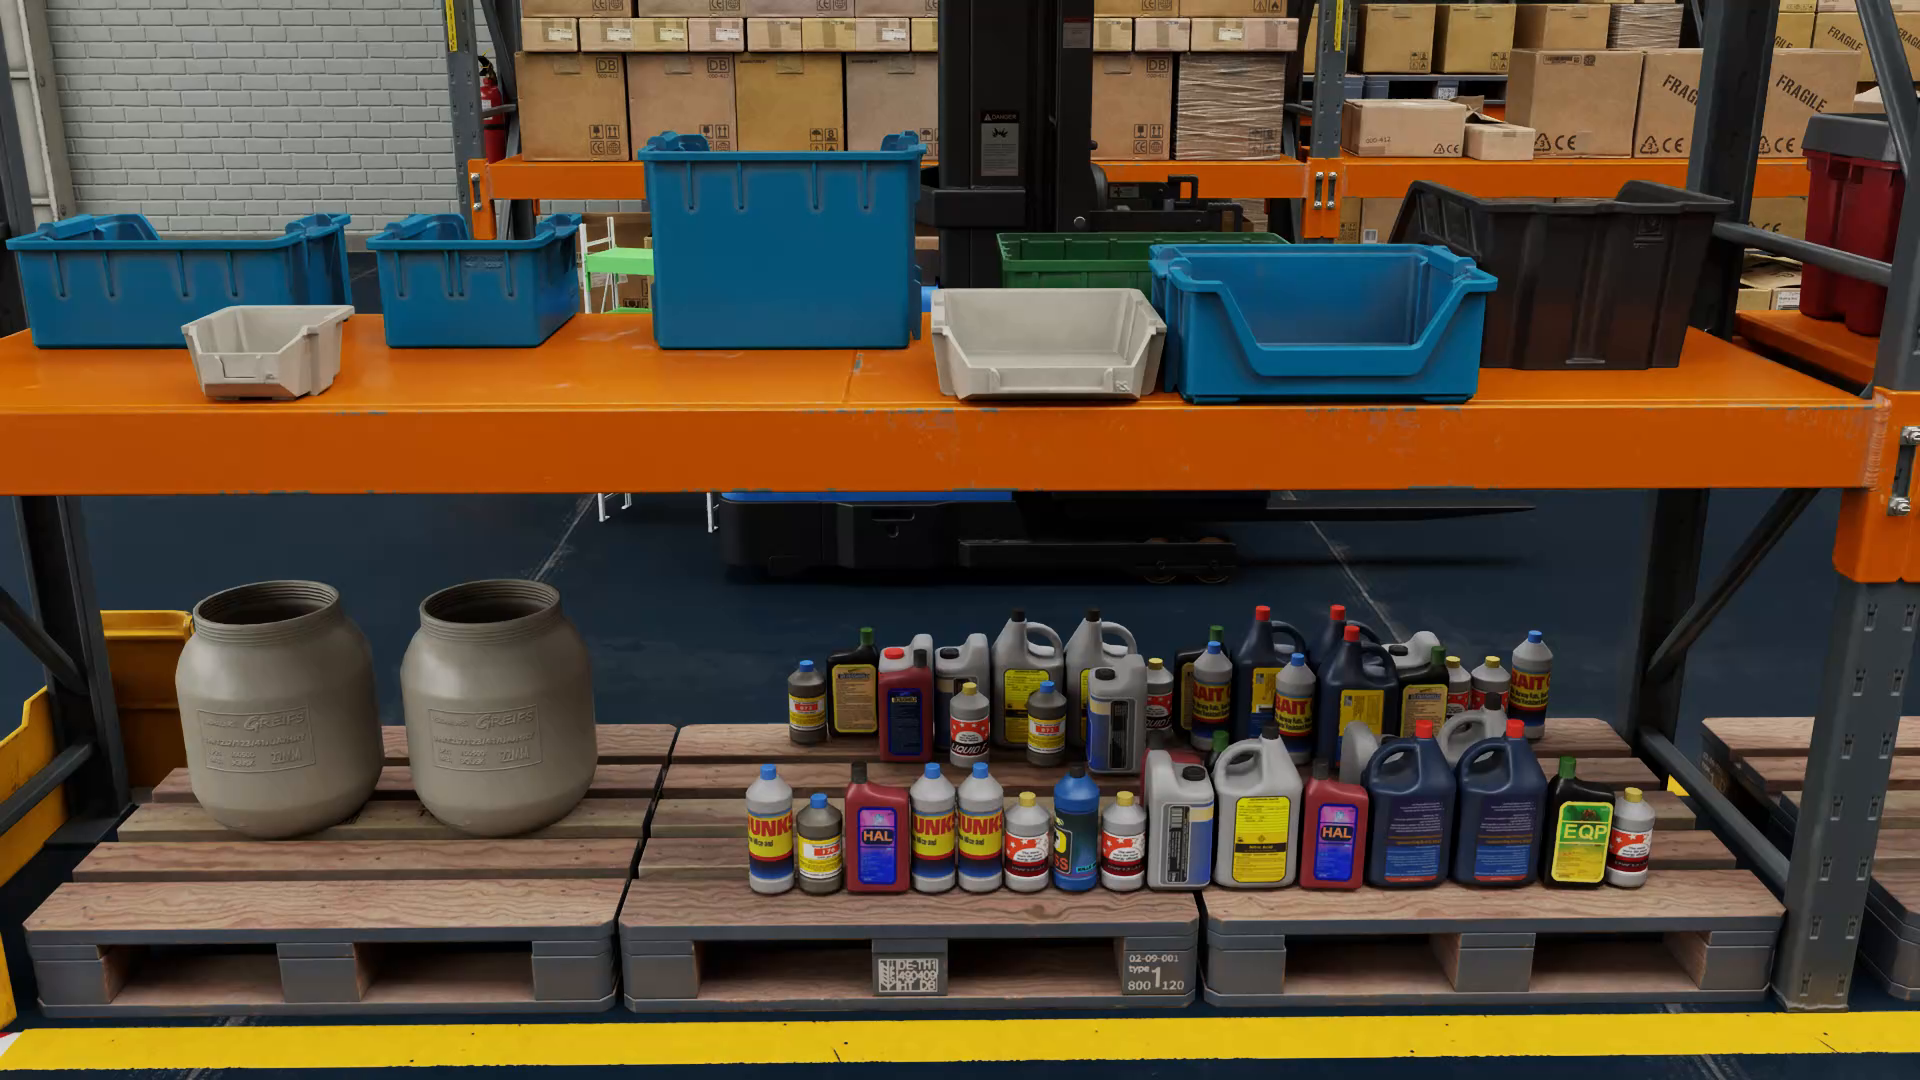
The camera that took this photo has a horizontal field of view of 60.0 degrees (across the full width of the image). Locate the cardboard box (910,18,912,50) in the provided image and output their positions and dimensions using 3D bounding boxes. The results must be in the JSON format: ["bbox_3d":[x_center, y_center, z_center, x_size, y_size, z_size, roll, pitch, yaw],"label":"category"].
[{"bbox_3d":[-0.362,-2.512,8.241,0.250,0.149,0.380,-1,18,-2],"label":"cardboard box"}]

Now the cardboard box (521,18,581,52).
[{"bbox_3d":[-1.896,-2.380,7.830,0.250,0.149,0.380,0,18,-1],"label":"cardboard box"}]

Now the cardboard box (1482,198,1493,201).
[{"bbox_3d":[3.893,-2.660,13.302,0.500,0.500,0.700,0,18,-1],"label":"cardboard box"}]

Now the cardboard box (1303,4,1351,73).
[{"bbox_3d":[2.694,-3.869,12.814,0.500,0.500,0.700,2,18,5],"label":"cardboard box"}]

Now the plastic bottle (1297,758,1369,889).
[{"bbox_3d":[0.788,0.596,3.506,0.133,0.283,0.061,1,18,3],"label":"plastic bottle"}]

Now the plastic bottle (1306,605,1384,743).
[{"bbox_3d":[0.968,0.335,4.208,0.185,0.351,0.144,0,18,1],"label":"plastic bottle"}]

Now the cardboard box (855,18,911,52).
[{"bbox_3d":[-0.359,-2.387,7.852,0.250,0.149,0.380,0,18,0],"label":"cardboard box"}]

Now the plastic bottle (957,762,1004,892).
[{"bbox_3d":[0.043,0.600,3.514,0.097,0.271,0.097,0,18,0],"label":"plastic bottle"}]

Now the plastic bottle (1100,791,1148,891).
[{"bbox_3d":[0.347,0.632,3.529,0.097,0.201,0.097,0,18,0],"label":"plastic bottle"}]

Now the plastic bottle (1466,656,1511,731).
[{"bbox_3d":[1.355,0.398,4.259,0.097,0.201,0.097,0,18,0],"label":"plastic bottle"}]

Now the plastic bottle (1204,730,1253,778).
[{"bbox_3d":[0.600,0.553,3.640,0.133,0.283,0.061,0,18,-1],"label":"plastic bottle"}]

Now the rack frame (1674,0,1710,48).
[{"bbox_3d":[5.625,-3.639,12.980,0.127,3.000,1.000,0,18,-1],"label":"rack frame"}]

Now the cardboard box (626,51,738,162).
[{"bbox_3d":[-1.300,-2.137,8.135,0.500,0.500,0.700,0,18,1],"label":"cardboard box"}]

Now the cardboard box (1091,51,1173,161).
[{"bbox_3d":[0.737,-2.145,8.161,0.500,0.500,0.700,0,18,-1],"label":"cardboard box"}]

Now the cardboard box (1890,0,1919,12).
[{"bbox_3d":[7.120,-4.124,12.583,0.500,0.250,0.500,0,18,0],"label":"cardboard box"}]

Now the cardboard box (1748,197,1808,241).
[{"bbox_3d":[6.362,-2.778,13.130,0.750,0.750,0.750,-1,18,-2],"label":"cardboard box"}]

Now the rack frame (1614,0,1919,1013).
[{"bbox_3d":[1.782,-0.594,3.487,0.127,3.000,1.000,0,18,-1],"label":"rack frame"}]

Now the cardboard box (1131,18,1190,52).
[{"bbox_3d":[0.930,-2.394,7.873,0.250,0.149,0.380,-1,18,-2],"label":"cardboard box"}]

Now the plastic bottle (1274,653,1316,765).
[{"bbox_3d":[0.825,0.411,4.103,0.097,0.271,0.097,0,18,0],"label":"plastic bottle"}]

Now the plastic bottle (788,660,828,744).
[{"bbox_3d":[-0.388,0.406,4.232,0.097,0.201,0.097,0,18,0],"label":"plastic bottle"}]

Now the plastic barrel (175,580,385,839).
[{"bbox_3d":[-1.561,0.384,3.826,0.421,0.512,0.421,0,18,0],"label":"plastic barrel"}]

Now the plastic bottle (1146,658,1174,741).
[{"bbox_3d":[0.496,0.402,4.246,0.097,0.201,0.097,0,18,0],"label":"plastic bottle"}]

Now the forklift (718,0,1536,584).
[{"bbox_3d":[0.630,-1.399,6.110,3.031,2.935,1.130,0,18,-1],"label":"forklift"}]

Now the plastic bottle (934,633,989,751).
[{"bbox_3d":[0.003,0.377,4.201,0.135,0.276,0.152,-1,18,-2],"label":"plastic bottle"}]

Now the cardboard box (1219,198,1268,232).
[{"bbox_3d":[2.361,-2.647,13.261,0.500,0.500,0.700,0,18,1],"label":"cardboard box"}]

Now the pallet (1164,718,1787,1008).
[{"bbox_3d":[1.110,0.725,3.943,1.213,0.211,1.003,0,18,-1],"label":"pallet"}]

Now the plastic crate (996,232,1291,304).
[{"bbox_3d":[0.420,-0.572,3.768,0.662,0.188,0.450,0,18,-1],"label":"plastic crate"}]

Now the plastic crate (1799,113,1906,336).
[{"bbox_3d":[2.261,-0.720,3.776,0.583,0.464,0.402,0,18,-1],"label":"plastic crate"}]

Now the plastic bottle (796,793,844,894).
[{"bbox_3d":[-0.296,0.635,3.519,0.097,0.201,0.097,0,18,0],"label":"plastic bottle"}]

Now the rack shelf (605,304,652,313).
[{"bbox_3d":[-1.194,-0.828,6.587,0.480,0.148,0.258,6,19,17],"label":"rack shelf"}]

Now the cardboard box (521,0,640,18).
[{"bbox_3d":[-1.772,-2.751,7.925,0.500,0.500,0.700,0,18,-1],"label":"cardboard box"}]

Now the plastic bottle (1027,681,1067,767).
[{"bbox_3d":[0.214,0.447,4.104,0.097,0.201,0.097,0,18,0],"label":"plastic bottle"}]

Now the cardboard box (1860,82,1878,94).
[{"bbox_3d":[6.986,-3.476,12.852,0.250,0.149,0.380,0,18,0],"label":"cardboard box"}]

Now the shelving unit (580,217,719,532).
[{"bbox_3d":[-1.194,-0.660,6.641,0.503,1.200,0.258,6,19,17],"label":"shelving unit"}]

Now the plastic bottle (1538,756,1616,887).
[{"bbox_3d":[1.306,0.593,3.514,0.133,0.283,0.061,1,18,2],"label":"plastic bottle"}]

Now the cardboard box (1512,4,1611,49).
[{"bbox_3d":[4.597,-3.879,12.847,0.500,0.500,0.700,-2,18,-6],"label":"cardboard box"}]

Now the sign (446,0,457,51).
[{"bbox_3d":[-2.289,-2.368,7.470,0.005,0.325,0.100,0,18,-1],"label":"sign"}]

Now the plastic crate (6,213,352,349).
[{"bbox_3d":[-1.722,-0.597,3.742,0.616,0.251,0.499,0,18,-1],"label":"plastic crate"}]

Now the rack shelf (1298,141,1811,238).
[{"bbox_3d":[3.707,-1.774,8.343,4.000,0.370,1.077,0,18,-1],"label":"rack shelf"}]

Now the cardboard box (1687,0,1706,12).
[{"bbox_3d":[6.074,-4.276,13.055,0.500,0.250,0.500,0,18,1],"label":"cardboard box"}]

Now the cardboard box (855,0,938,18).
[{"bbox_3d":[-0.242,-2.760,7.955,0.500,0.500,0.700,0,18,-1],"label":"cardboard box"}]

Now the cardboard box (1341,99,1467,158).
[{"bbox_3d":[2.199,-2.051,8.275,0.500,0.250,0.500,1,18,3],"label":"cardboard box"}]

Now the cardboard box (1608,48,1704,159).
[{"bbox_3d":[3.503,-2.158,8.200,0.500,0.500,0.500,0,18,-1],"label":"cardboard box"}]

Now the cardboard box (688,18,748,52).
[{"bbox_3d":[-1.131,-2.383,7.840,0.250,0.149,0.380,-1,18,-2],"label":"cardboard box"}]

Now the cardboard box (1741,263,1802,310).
[{"bbox_3d":[4.163,-1.200,8.272,0.500,0.311,0.500,0,18,-1],"label":"cardboard box"}]

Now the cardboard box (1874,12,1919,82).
[{"bbox_3d":[7.135,-3.763,12.685,0.500,0.500,0.500,0,18,-1],"label":"cardboard box"}]

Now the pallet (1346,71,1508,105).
[{"bbox_3d":[3.646,-3.525,12.940,1.213,0.211,1.003,0,18,-1],"label":"pallet"}]

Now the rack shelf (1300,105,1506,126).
[{"bbox_3d":[3.625,-3.286,13.060,4.000,0.370,1.077,0,18,-1],"label":"rack shelf"}]

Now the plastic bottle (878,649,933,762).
[{"bbox_3d":[-0.134,0.407,4.096,0.133,0.283,0.061,0,18,-1],"label":"plastic bottle"}]

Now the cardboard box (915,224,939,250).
[{"bbox_3d":[-0.253,-1.276,8.201,0.500,0.500,0.500,0,18,-1],"label":"cardboard box"}]

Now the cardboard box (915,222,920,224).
[{"bbox_3d":[-0.261,-1.440,8.711,0.500,0.500,0.500,0,18,-1],"label":"cardboard box"}]

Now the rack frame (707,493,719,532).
[{"bbox_3d":[-0.961,-0.638,6.571,0.015,1.200,0.240,6,19,17],"label":"rack frame"}]

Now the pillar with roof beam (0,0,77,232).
[{"bbox_3d":[-7.619,-5.381,8.588,0.400,9.000,9.100,0,18,-1],"label":"pillar with roof beam"}]
